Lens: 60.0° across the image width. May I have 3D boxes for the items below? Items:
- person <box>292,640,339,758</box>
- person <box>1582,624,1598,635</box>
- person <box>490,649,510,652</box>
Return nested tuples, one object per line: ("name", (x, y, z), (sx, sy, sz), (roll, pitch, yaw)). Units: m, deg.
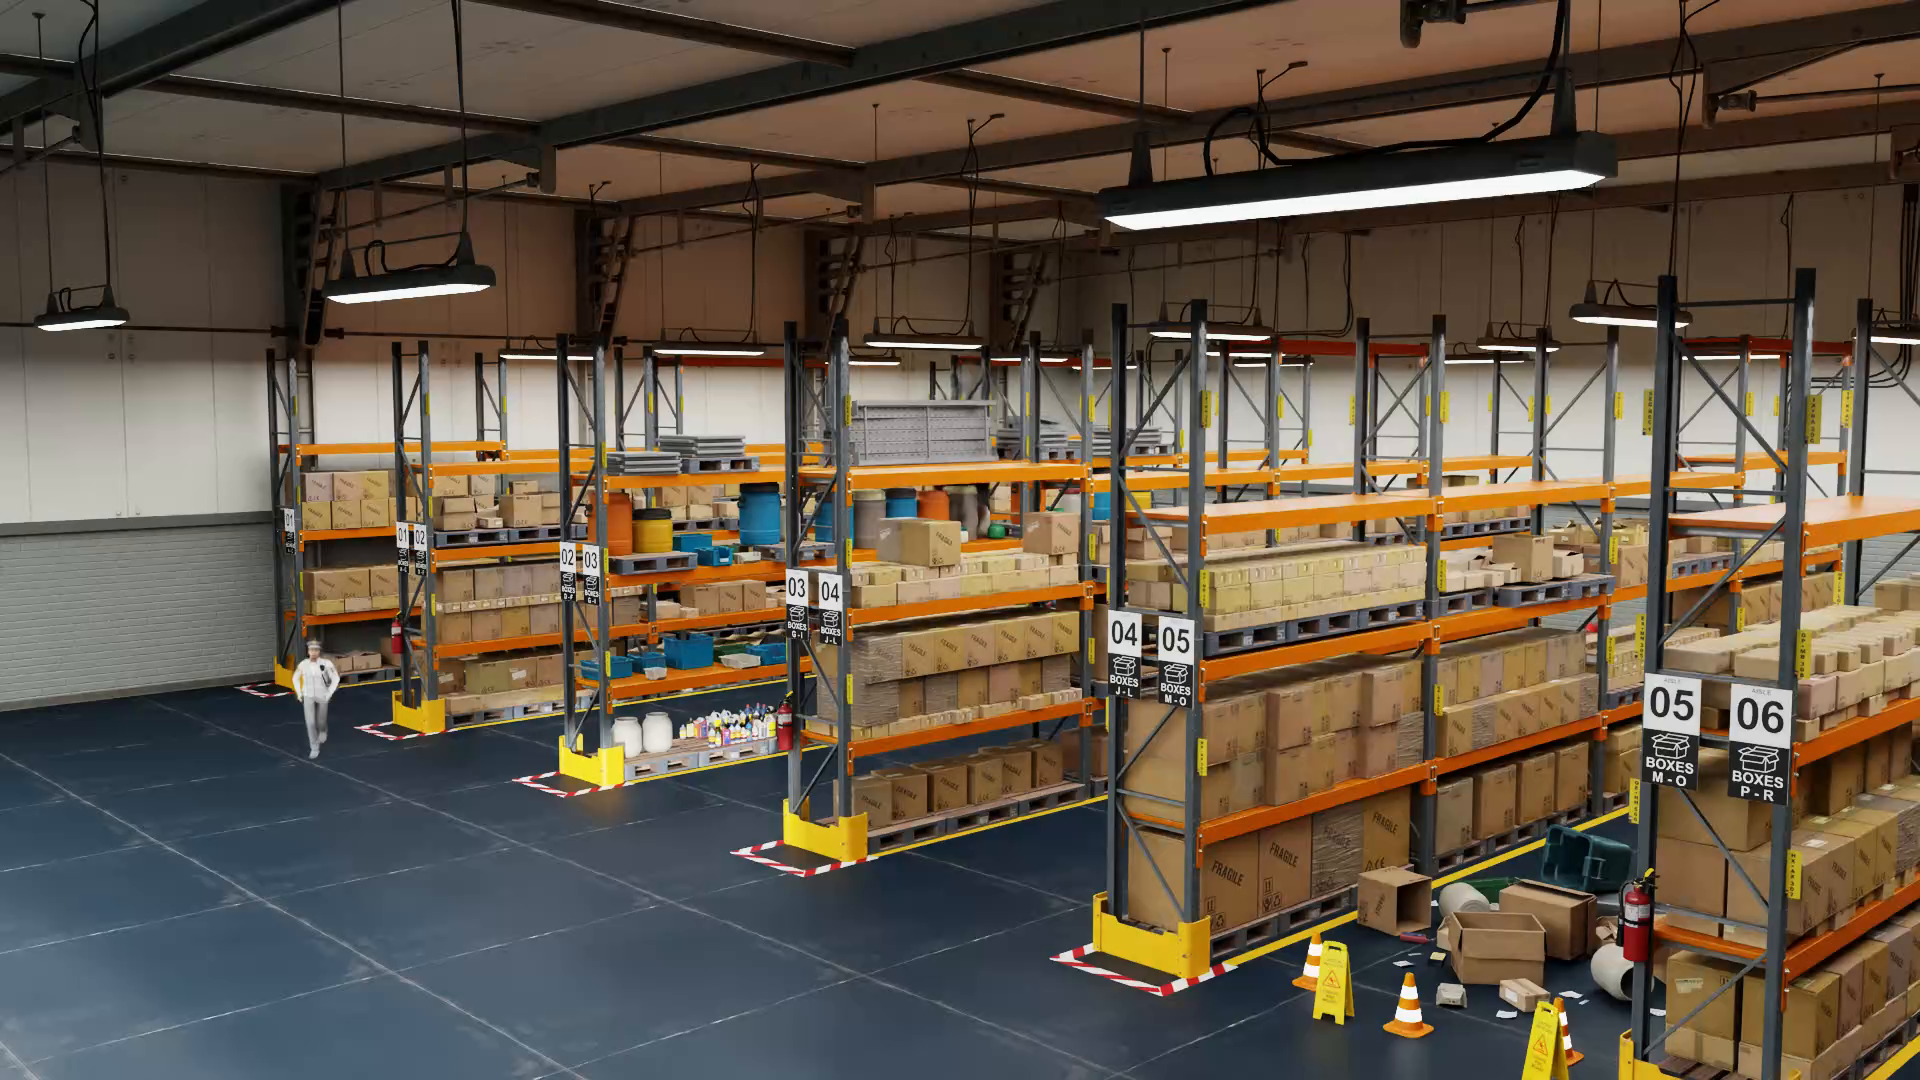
("person", (-9.312, 2.269, 24.060), (0.647, 1.680, 0.731), (-1, 5, -16))
("person", (9.478, 2.137, 24.964), (0.722, 1.768, 0.650), (-3, 6, -35))
("person", (-7.943, 1.848, 28.830), (0.566, 1.644, 0.574), (-5, 7, -44))
